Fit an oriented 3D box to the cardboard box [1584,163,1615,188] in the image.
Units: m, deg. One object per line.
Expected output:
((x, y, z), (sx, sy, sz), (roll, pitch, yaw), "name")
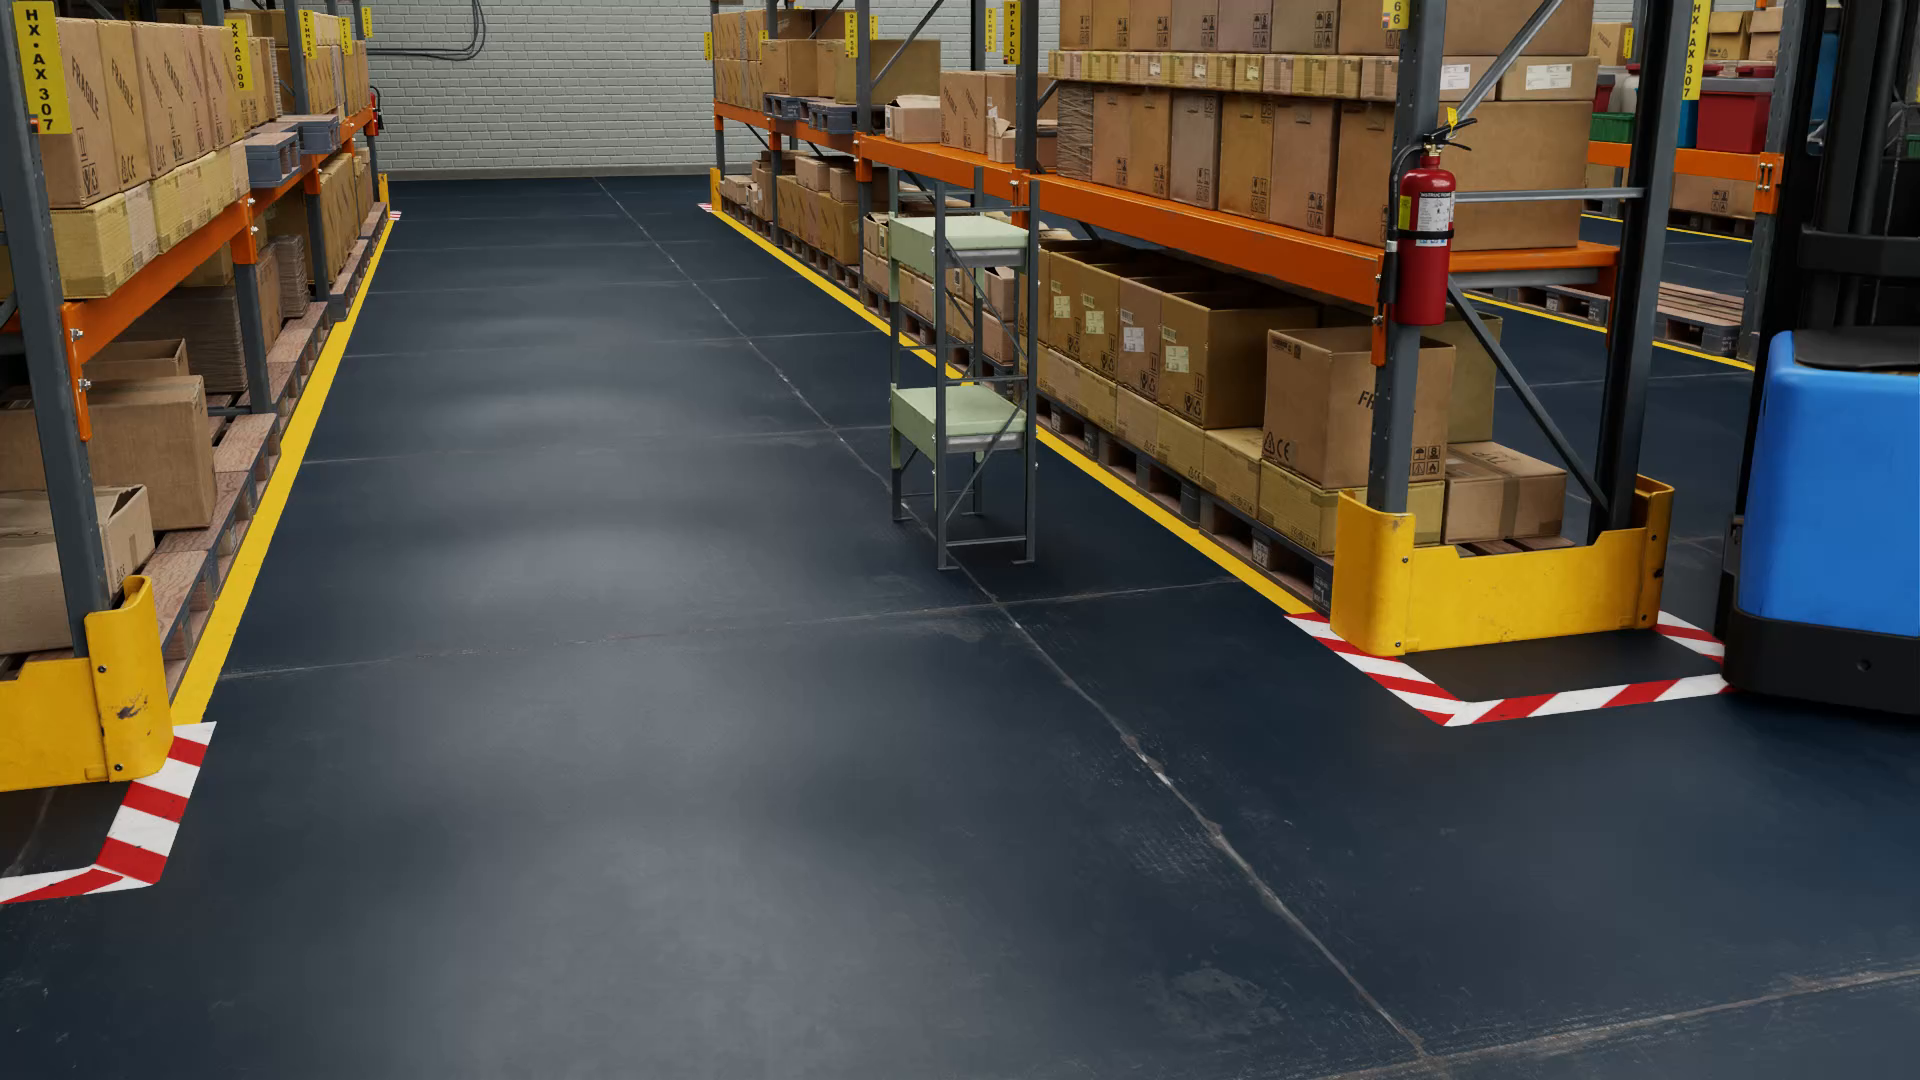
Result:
((8.023, -4.611, 20.053), (0.875, 0.875, 0.875), (-5, 17, -15), "cardboard box")

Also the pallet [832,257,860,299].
((-0.468, -2.224, 13.991), (1.003, 0.211, 1.213), (-5, 17, -15), "pallet")

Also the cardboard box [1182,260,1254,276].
((1.405, -1.099, 8.143), (0.500, 0.500, 0.500), (-5, 17, -15), "cardboard box")

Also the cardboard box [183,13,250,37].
((-4.835, -3.346, 10.811), (0.380, 0.149, 0.250), (-8, 18, -24), "cardboard box")

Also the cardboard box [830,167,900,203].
((-0.802, -2.979, 13.931), (0.500, 0.250, 0.500), (-4, 17, -13), "cardboard box")

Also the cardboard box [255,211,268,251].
((-4.717, -1.973, 10.582), (0.500, 0.250, 0.500), (-4, 17, -14), "cardboard box")

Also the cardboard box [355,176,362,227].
((-6.267, -3.283, 16.283), (0.700, 0.500, 0.500), (-4, 17, -15), "cardboard box")

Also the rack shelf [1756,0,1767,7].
((12.374, -7.248, 21.905), (1.077, 0.370, 4.000), (-5, 17, -15), "rack shelf")

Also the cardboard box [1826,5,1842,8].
((11.959, -6.949, 22.443), (0.500, 0.500, 0.500), (-5, 17, -16), "cardboard box")

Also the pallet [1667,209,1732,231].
((8.412, -3.696, 18.890), (1.003, 0.211, 1.213), (-5, 17, -15), "pallet")

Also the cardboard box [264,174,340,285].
((-5.137, -2.343, 12.545), (0.750, 0.750, 0.750), (-5, 17, -16), "cardboard box")

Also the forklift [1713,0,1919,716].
((3.487, -1.205, 5.870), (1.130, 2.935, 3.031), (8, 18, 24), "forklift")

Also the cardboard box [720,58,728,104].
((-2.483, -5.325, 19.293), (0.500, 0.500, 0.500), (-5, 17, -16), "cardboard box")

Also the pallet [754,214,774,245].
((-1.586, -3.311, 17.609), (1.003, 0.211, 1.213), (-5, 17, -15), "pallet")

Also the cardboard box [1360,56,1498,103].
((1.611, -1.587, 5.719), (0.380, 0.149, 0.250), (-5, 17, -16), "cardboard box")

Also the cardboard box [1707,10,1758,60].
((8.488, -5.401, 17.799), (0.797, 0.503, 0.637), (-5, 17, -15), "cardboard box")

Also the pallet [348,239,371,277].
((-5.876, -2.521, 14.979), (1.003, 0.211, 1.213), (-5, 17, -15), "pallet")

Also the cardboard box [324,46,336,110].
((-5.370, -3.739, 13.459), (0.500, 0.500, 0.500), (-4, 17, -14), "cardboard box")

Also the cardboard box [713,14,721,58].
((-2.629, -5.946, 19.622), (0.500, 0.500, 0.500), (-4, 17, -14), "cardboard box")

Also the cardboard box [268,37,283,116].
((-4.922, -3.087, 11.077), (0.700, 0.500, 0.500), (-7, 18, -22), "cardboard box")

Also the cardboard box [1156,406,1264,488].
((1.180, -0.422, 7.194), (0.500, 0.250, 0.500), (-5, 17, -15), "cardboard box")

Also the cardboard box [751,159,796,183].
((-1.920, -3.991, 18.600), (0.797, 0.503, 0.637), (-5, 17, -15), "cardboard box")

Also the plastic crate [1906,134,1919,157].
((5.665, -2.135, 9.215), (0.450, 0.188, 0.662), (-5, 17, -15), "plastic crate")

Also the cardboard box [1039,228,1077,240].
((0.502, -1.956, 11.324), (0.500, 0.311, 0.500), (-4, 17, -14), "cardboard box")

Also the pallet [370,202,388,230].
((-6.965, -3.620, 18.637), (1.003, 0.211, 1.213), (-5, 17, -15), "pallet")

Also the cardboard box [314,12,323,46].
((-5.228, -3.949, 12.857), (0.500, 0.250, 0.500), (-5, 17, -15), "cardboard box")

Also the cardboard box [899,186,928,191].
((-0.580, -2.940, 15.106), (0.500, 0.500, 0.500), (-5, 18, -17), "cardboard box")

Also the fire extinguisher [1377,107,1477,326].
((1.485, -1.031, 5.305), (0.296, 0.674, 0.183), (-5, 17, -15), "fire extinguisher")

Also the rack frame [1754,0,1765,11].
((11.825, -6.710, 24.075), (1.000, 3.000, 0.127), (-5, 17, -15), "rack frame")

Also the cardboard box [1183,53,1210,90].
((1.183, -2.016, 7.147), (0.380, 0.149, 0.250), (-5, 17, -16), "cardboard box")

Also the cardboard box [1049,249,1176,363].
((0.771, -1.197, 8.468), (0.500, 0.500, 0.500), (-5, 17, -15), "cardboard box")

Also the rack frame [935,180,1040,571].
((0.102, -0.615, 6.393), (0.400, 1.500, 0.023), (-5, 17, -15), "rack frame")

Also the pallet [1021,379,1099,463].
((0.978, -0.685, 8.866), (1.003, 0.211, 1.213), (-5, 17, -15), "pallet")

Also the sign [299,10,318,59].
((-4.542, -3.520, 11.581), (0.100, 0.325, 0.005), (-5, 17, -15), "sign")

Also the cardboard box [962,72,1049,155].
((0.322, -2.790, 10.852), (0.500, 0.500, 0.500), (-5, 17, -15), "cardboard box")

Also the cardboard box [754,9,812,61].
((-1.787, -5.103, 16.815), (0.500, 0.500, 0.500), (-5, 17, -15), "cardboard box")

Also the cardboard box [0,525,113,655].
((-2.966, 0.134, 5.202), (0.500, 0.311, 0.500), (-7, 18, -22), "cardboard box")

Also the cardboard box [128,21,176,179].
((-2.967, -1.479, 5.583), (0.500, 0.500, 0.500), (-5, 18, -17), "cardboard box")

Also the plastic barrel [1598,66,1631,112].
((5.068, -3.410, 12.897), (0.421, 0.512, 0.421), (0, 17, 0), "plastic barrel")

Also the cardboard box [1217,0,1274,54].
((1.480, -2.236, 6.753), (0.700, 0.500, 0.500), (-5, 17, -15), "cardboard box")

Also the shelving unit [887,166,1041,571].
((0.002, -0.716, 6.730), (0.431, 1.500, 0.755), (-5, 17, -15), "shelving unit")

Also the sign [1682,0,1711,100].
((2.434, -1.632, 5.530), (0.100, 0.325, 0.005), (-5, 17, -15), "sign")

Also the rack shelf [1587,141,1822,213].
((5.014, -2.843, 12.454), (1.077, 0.370, 4.000), (-5, 17, -15), "rack shelf")

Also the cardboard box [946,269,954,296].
((0.129, -1.768, 10.698), (0.500, 0.311, 0.500), (-5, 17, -15), "cardboard box")

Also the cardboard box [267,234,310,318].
((-4.813, -1.776, 11.232), (0.700, 0.500, 0.500), (-4, 17, -14), "cardboard box")

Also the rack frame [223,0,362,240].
((-6.161, -4.064, 15.268), (1.000, 3.000, 0.127), (-5, 17, -15), "rack frame")

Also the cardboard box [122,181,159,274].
((-2.848, -0.985, 5.244), (0.500, 0.250, 0.500), (-5, 18, -17), "cardboard box")

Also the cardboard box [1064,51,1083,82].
((0.757, -2.444, 8.571), (0.380, 0.149, 0.250), (-4, 17, -14), "cardboard box")

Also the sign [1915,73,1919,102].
((6.096, -2.808, 10.604), (0.100, 0.325, 0.005), (-5, 17, -15), "sign")

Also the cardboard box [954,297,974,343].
((0.270, -1.360, 10.315), (0.500, 0.250, 0.500), (-5, 17, -16), "cardboard box")

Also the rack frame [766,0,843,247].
((-1.399, -4.457, 16.575), (1.000, 3.000, 0.127), (-5, 17, -15), "rack frame")

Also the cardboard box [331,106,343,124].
((-5.546, -3.671, 14.360), (0.380, 0.149, 0.250), (-5, 17, -15), "cardboard box")

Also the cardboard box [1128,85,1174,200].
((1.213, -1.885, 7.840), (0.700, 0.500, 0.500), (-4, 17, -14), "cardboard box")

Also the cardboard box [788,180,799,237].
((-1.343, -3.171, 15.874), (0.500, 0.500, 0.500), (-4, 17, -14), "cardboard box")
